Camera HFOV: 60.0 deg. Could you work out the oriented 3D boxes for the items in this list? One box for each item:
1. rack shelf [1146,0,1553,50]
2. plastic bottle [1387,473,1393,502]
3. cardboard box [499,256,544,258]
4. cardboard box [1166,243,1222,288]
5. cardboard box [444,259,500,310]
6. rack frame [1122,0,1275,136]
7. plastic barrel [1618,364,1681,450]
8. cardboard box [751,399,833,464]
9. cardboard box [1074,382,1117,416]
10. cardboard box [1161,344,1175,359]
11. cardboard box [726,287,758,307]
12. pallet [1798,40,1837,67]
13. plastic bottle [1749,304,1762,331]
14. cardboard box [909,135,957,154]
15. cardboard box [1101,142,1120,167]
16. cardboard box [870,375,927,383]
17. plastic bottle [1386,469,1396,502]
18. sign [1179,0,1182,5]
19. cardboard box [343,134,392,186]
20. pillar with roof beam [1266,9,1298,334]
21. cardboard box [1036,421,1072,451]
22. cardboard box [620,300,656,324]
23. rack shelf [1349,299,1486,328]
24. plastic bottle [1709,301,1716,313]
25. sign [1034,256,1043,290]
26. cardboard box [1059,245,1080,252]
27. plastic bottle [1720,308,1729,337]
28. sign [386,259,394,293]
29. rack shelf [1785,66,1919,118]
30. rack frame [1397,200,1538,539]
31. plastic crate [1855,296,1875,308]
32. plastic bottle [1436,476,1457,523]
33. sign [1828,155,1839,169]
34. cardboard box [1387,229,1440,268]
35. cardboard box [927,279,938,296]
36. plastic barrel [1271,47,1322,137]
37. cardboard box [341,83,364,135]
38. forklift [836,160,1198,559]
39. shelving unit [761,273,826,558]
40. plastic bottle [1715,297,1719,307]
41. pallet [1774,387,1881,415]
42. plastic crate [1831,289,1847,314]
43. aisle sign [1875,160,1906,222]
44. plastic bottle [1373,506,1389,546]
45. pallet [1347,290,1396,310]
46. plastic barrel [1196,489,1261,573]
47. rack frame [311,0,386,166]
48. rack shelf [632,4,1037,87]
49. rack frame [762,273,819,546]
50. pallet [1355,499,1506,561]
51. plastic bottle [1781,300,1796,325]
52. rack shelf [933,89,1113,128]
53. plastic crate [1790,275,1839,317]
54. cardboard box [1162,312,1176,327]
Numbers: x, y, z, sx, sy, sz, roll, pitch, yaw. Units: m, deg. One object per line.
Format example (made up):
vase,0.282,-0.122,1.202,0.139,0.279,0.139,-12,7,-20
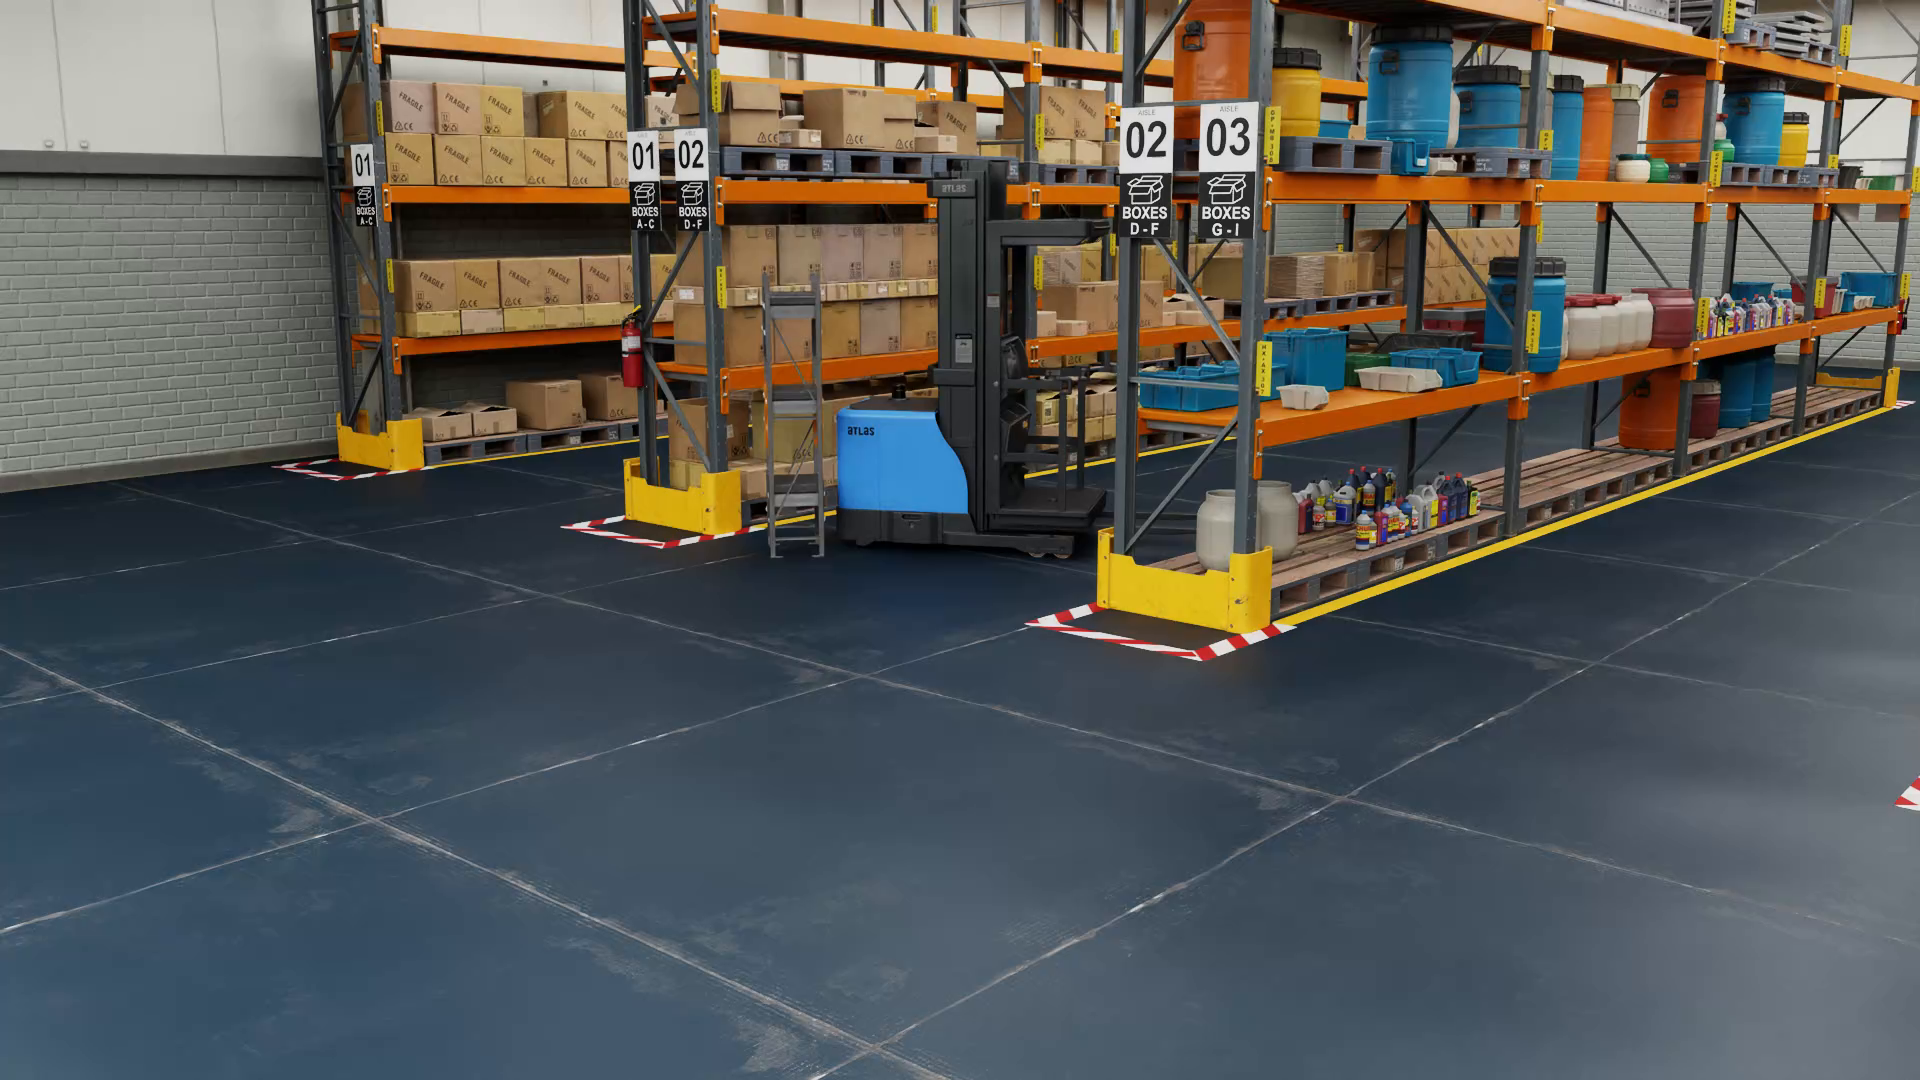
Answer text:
rack shelf,2.739,-3.655,11.396,1.077,0.370,4.000,10,15,40
plastic bottle,3.408,-0.385,13.294,0.061,0.283,0.133,10,15,40
cardboard box,-4.861,-2.873,18.356,0.500,0.500,0.500,10,15,41
cardboard box,3.738,-4.565,27.645,0.980,0.700,0.700,10,15,40
cardboard box,-5.148,-2.656,17.267,0.500,0.500,0.500,10,15,41
rack frame,1.419,-3.910,9.813,1.000,3.000,0.127,10,15,40
plastic barrel,7.010,-1.361,16.836,0.600,0.830,0.708,10,15,40
cardboard box,-1.449,-0.958,14.385,0.500,0.500,0.500,10,15,40
cardboard box,1.476,-1.508,17.620,0.500,0.311,0.500,9,14,38
cardboard box,3.144,-3.240,27.085,0.700,0.500,0.500,10,15,42
cardboard box,-1.878,-2.006,13.686,0.380,0.149,0.250,10,15,40
pallet,8.817,-5.261,18.080,1.003,0.211,1.213,10,15,40
plastic bottle,8.507,-2.391,17.842,0.152,0.276,0.135,10,15,40
cardboard box,-0.250,-3.607,15.166,0.380,0.149,0.250,10,15,40
cardboard box,1.649,-4.074,17.604,0.500,0.250,0.500,8,14,36
cardboard box,-0.524,-1.321,16.198,0.500,0.500,0.500,10,15,40
plastic bottle,3.520,-0.444,13.620,0.097,0.271,0.097,0,11,0
sign,2.568,-6.294,19.160,0.100,0.325,0.005,10,15,40
cardboard box,-5.937,-3.873,16.979,0.500,0.500,0.500,-11,16,-43
pillar with roof beam,8.905,-7.497,27.774,9.100,9.000,0.548,10,15,40
cardboard box,0.794,-1.083,16.921,0.500,0.250,0.500,9,15,39
cardboard box,-3.802,-2.593,18.866,0.500,0.250,0.500,10,15,41
rack shelf,6.942,-3.316,23.993,1.077,0.370,4.000,10,15,40
plastic bottle,8.252,-2.498,18.377,0.152,0.276,0.135,10,15,40
sign,0.759,-2.589,16.105,0.100,0.325,0.005,10,15,40
cardboard box,1.438,-4.411,24.658,0.500,0.250,0.500,10,15,42
plastic bottle,7.809,-2.226,16.994,0.061,0.283,0.133,10,15,40
sign,-5.615,-2.603,16.377,0.100,0.325,0.005,10,15,40
rack shelf,10.661,-5.421,20.235,1.077,0.370,4.000,10,15,40
rack frame,4.060,-1.557,13.347,1.000,3.000,0.127,10,15,40
plastic crate,11.579,-3.079,21.488,0.396,0.136,0.243,10,15,40
plastic bottle,3.724,-0.313,12.761,0.144,0.351,0.185,9,14,38
sign,9.753,-4.138,18.588,0.100,0.325,0.005,10,15,40
cardboard box,6.145,-3.947,22.506,0.500,0.500,0.500,10,15,42
cardboard box,-0.350,-2.348,15.395,0.380,0.149,0.250,10,15,40
plastic barrel,2.076,-2.922,10.969,0.600,0.588,0.600,0,11,0
cardboard box,-5.934,-4.366,16.897,0.500,0.500,0.500,11,15,43
forklift,0.609,-1.411,12.795,3.031,2.935,1.130,2,12,12
shelving unit,-1.263,-0.946,12.586,0.431,2.100,0.503,-2,11,-9
plastic bottle,8.690,-2.658,19.159,0.061,0.283,0.133,10,15,40
pallet,11.407,-1.838,21.877,1.003,0.211,1.213,10,15,40
plastic crate,10.487,-2.906,20.251,0.437,0.282,0.530,10,15,40
aisle sign,12.249,-4.570,21.795,0.394,0.787,0.004,10,15,40
plastic bottle,3.013,-0.109,11.912,0.061,0.283,0.133,10,15,41
pallet,5.013,-3.177,21.950,1.003,0.211,1.213,10,15,40
plastic barrel,1.796,-0.061,11.137,0.421,0.512,0.421,0,11,0
rack frame,-6.023,-5.191,16.226,1.000,3.000,0.127,10,15,40
rack shelf,-0.979,-4.296,14.605,1.077,0.370,4.000,10,15,40
rack frame,-1.300,-0.993,12.823,0.400,2.100,0.015,-2,11,-9
pallet,3.585,-0.096,13.152,1.003,0.211,1.213,10,15,40
plastic bottle,9.323,-2.573,18.752,0.152,0.276,0.135,10,15,40
rack shelf,0.578,-6.113,23.702,1.077,0.370,4.000,10,15,40
plastic crate,10.118,-2.893,19.723,0.402,0.464,0.583,10,15,40
cardboard box,2.182,-2.468,18.551,0.250,0.149,0.380,-11,16,-43
